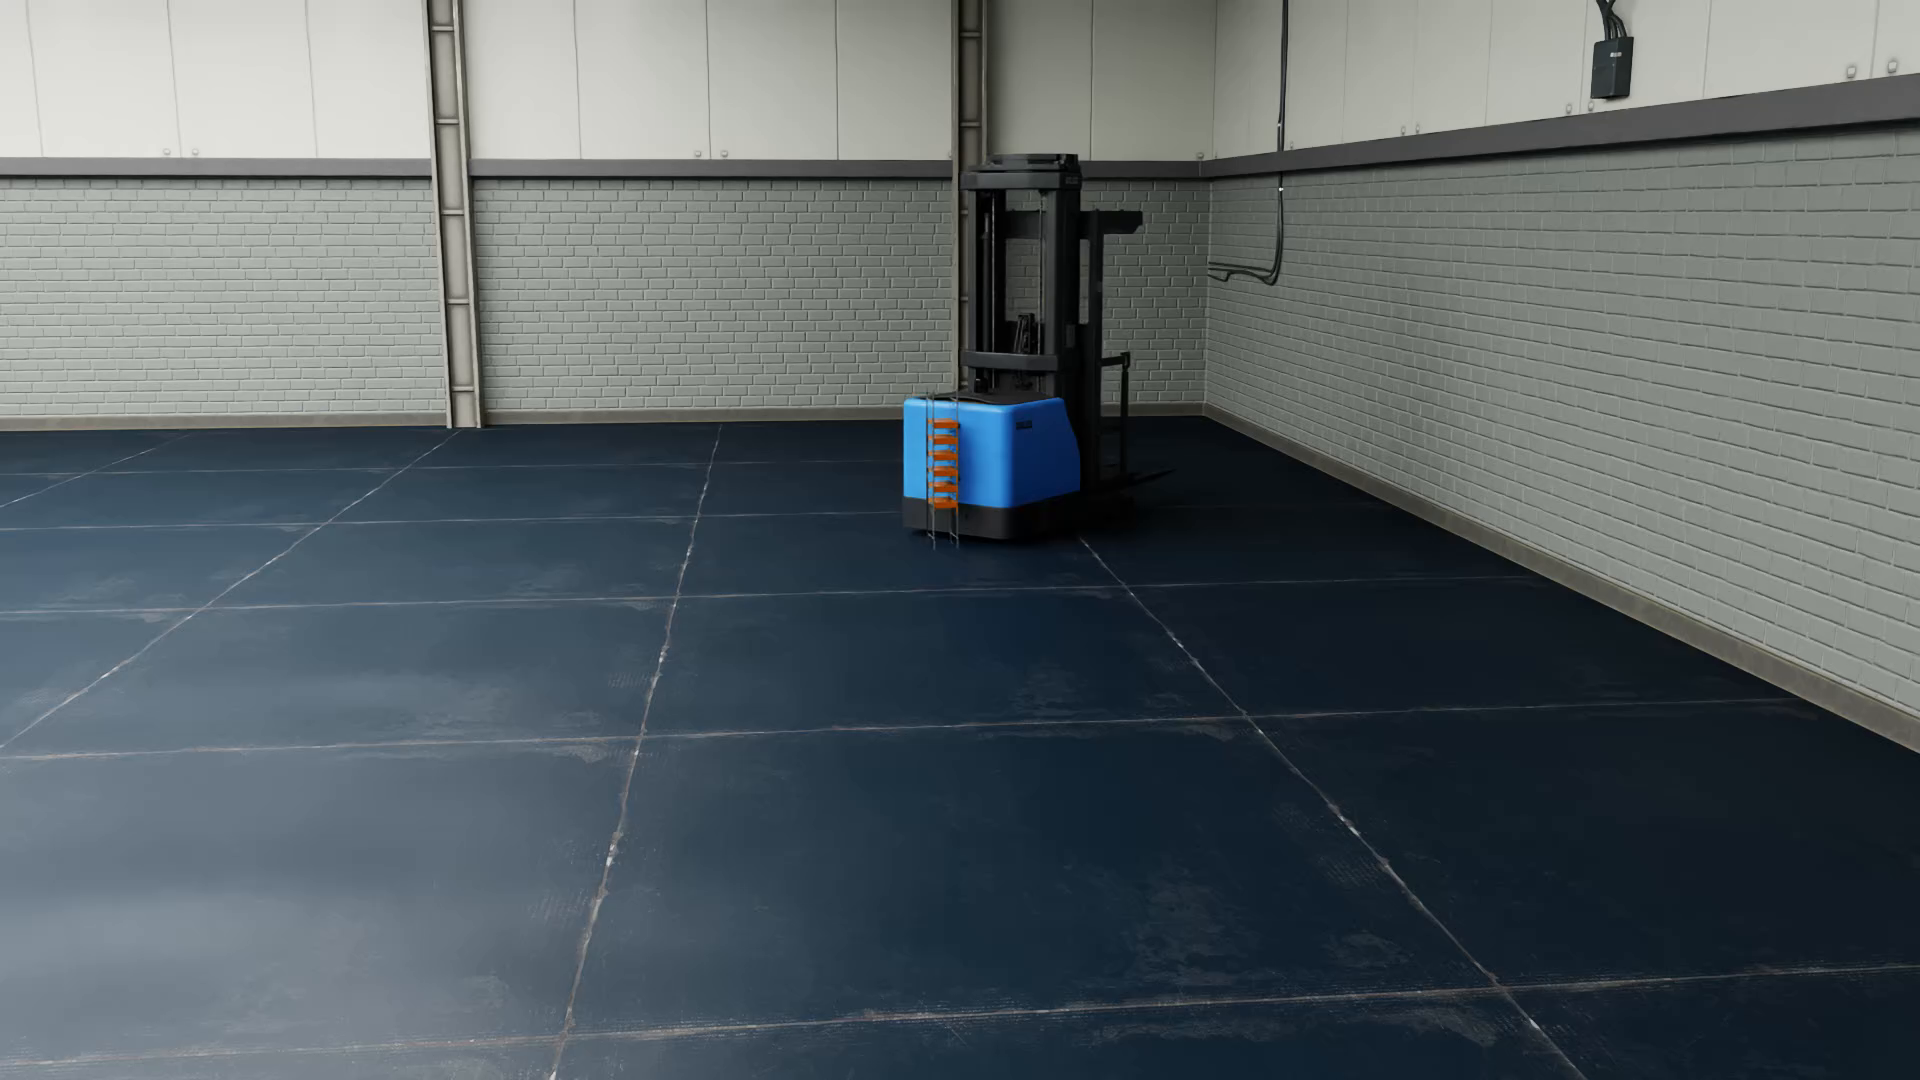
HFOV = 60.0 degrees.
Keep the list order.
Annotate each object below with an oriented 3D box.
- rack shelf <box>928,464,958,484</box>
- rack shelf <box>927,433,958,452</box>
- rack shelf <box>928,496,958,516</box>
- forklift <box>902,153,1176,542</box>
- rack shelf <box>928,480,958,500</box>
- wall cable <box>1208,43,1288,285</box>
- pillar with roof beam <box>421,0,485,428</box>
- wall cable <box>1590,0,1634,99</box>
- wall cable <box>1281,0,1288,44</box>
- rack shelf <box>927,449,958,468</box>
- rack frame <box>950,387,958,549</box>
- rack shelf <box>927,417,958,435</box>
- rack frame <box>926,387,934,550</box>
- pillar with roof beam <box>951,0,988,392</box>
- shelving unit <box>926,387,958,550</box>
[{"bbox_3d":[-0.135,-0.496,12.512,0.180,0.103,0.258,-3,12,-14],"label":"rack shelf"},{"bbox_3d":[-0.135,-0.732,12.465,0.180,0.103,0.258,-3,12,-14],"label":"rack shelf"},{"bbox_3d":[-0.135,-0.261,12.559,0.180,0.103,0.258,-3,12,-14],"label":"rack shelf"},{"bbox_3d":[0.803,-1.659,13.707,1.130,2.935,3.031,8,14,34],"label":"forklift"},{"bbox_3d":[-0.135,-0.379,12.536,0.180,0.103,0.258,-3,12,-14],"label":"rack shelf"},{"bbox_3d":[3.180,-4.175,18.824,0.112,2.526,3.097,-1,11,-6],"label":"wall cable"},{"bbox_3d":[-5.392,-4.940,14.667,0.400,9.000,9.100,-1,11,-6],"label":"pillar with roof beam"},{"bbox_3d":[4.189,-5.546,8.934,0.169,6.003,2.305,-1,11,-6],"label":"wall cable"},{"bbox_3d":[3.472,-6.134,15.698,0.112,2.526,3.097,-1,11,-6],"label":"wall cable"},{"bbox_3d":[-0.135,-0.614,12.489,0.180,0.103,0.258,-3,12,-14],"label":"rack shelf"},{"bbox_3d":[-0.047,-0.544,12.526,0.006,1.200,0.240,-3,12,-14],"label":"rack frame"},{"bbox_3d":[-0.135,-0.850,12.442,0.180,0.103,0.258,-3,12,-14],"label":"rack shelf"},{"bbox_3d":[-0.224,-0.536,12.481,0.006,1.200,0.240,-3,12,-14],"label":"rack frame"},{"bbox_3d":[0.573,-5.065,15.303,0.400,9.000,9.100,-1,11,-6],"label":"pillar with roof beam"},{"bbox_3d":[-0.135,-0.540,12.504,0.189,1.200,0.258,-3,12,-14],"label":"shelving unit"}]
